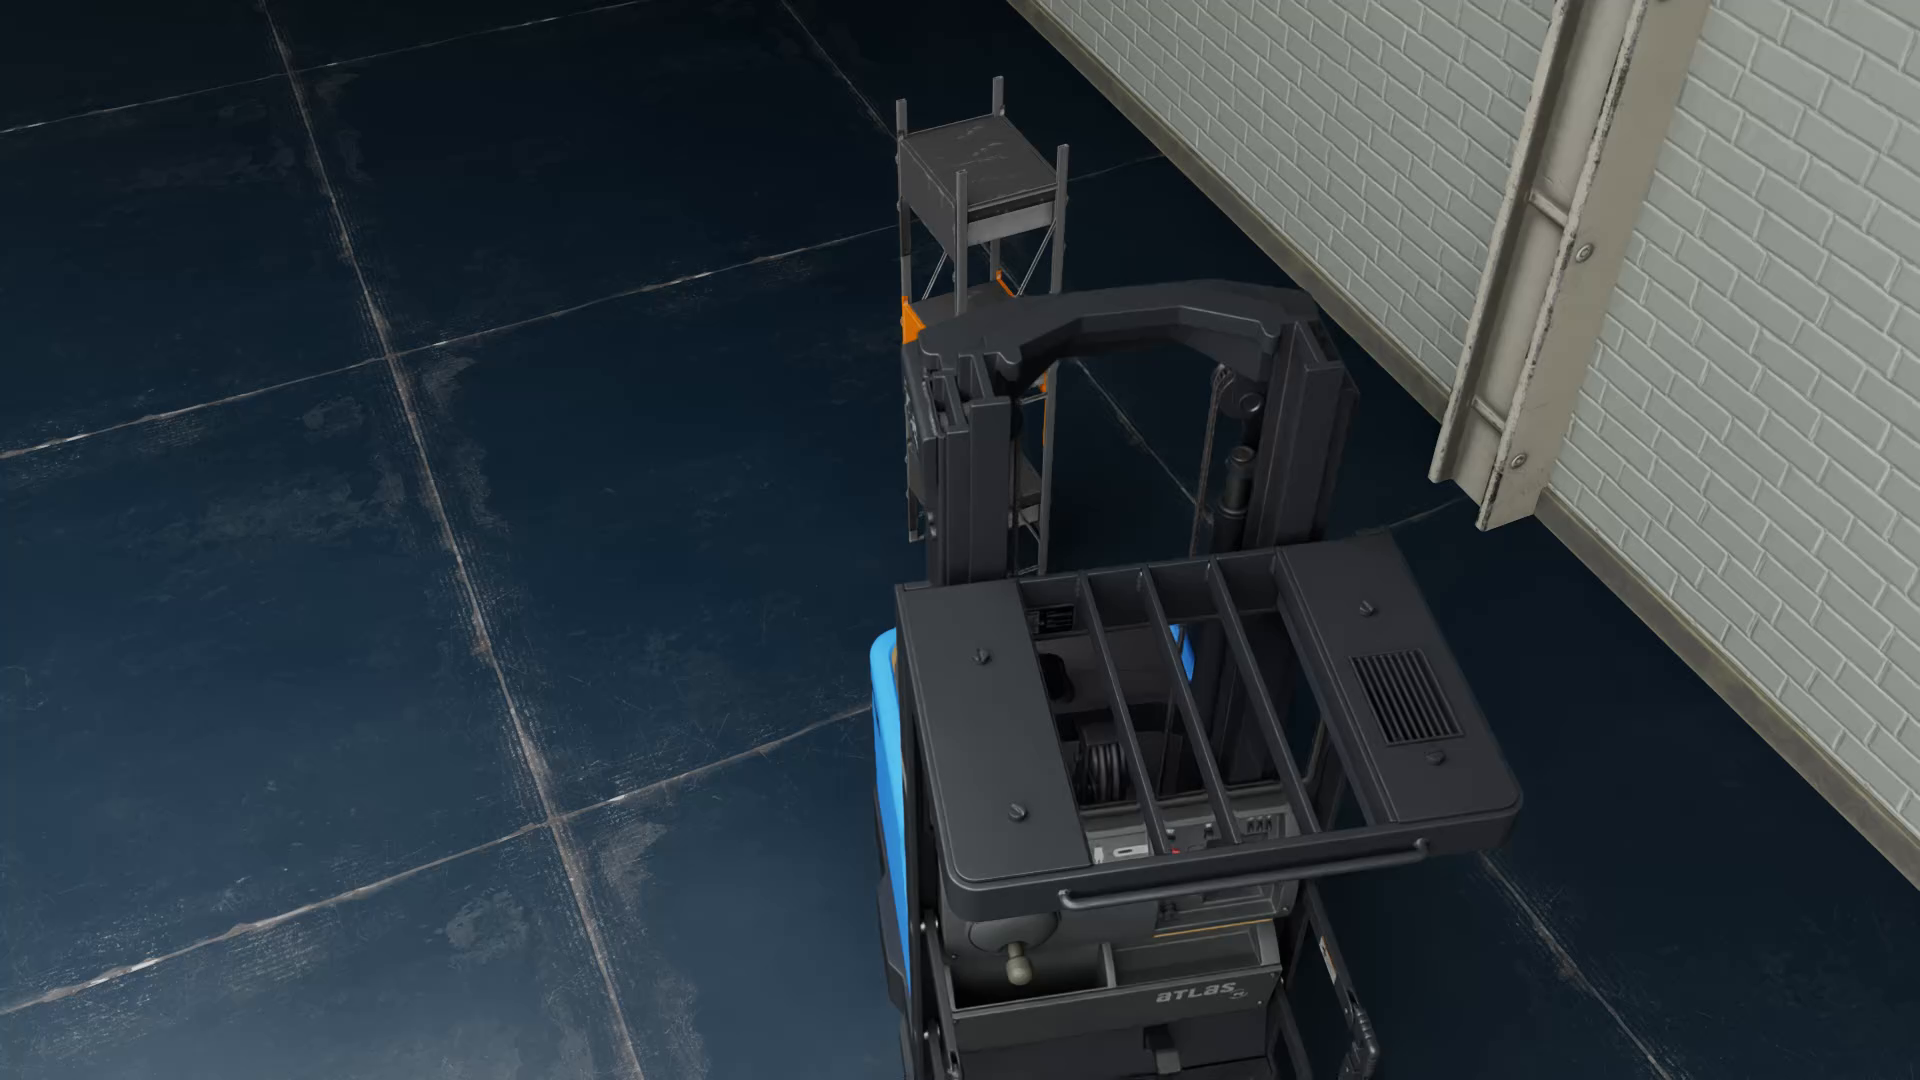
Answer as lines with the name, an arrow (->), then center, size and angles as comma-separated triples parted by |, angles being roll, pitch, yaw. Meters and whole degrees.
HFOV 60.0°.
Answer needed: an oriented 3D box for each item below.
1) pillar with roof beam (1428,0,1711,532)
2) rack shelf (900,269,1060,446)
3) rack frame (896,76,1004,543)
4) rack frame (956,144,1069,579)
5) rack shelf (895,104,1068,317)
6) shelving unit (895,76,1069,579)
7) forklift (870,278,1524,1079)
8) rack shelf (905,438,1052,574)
pillar with roof beam -> -1.603, -2.138, 2.878 | 9.100, 9.000, 0.400 | -18, 47, -17
rack shelf -> 0.070, -0.632, 6.284 | 0.431, 0.518, 0.480 | -18, 47, -17
rack frame -> -0.033, -0.797, 6.432 | 0.400, 2.100, 0.015 | -18, 47, -17
rack frame -> 0.172, -0.486, 6.117 | 0.400, 2.100, 0.015 | -18, 47, -17
rack shelf -> 0.070, -1.130, 5.792 | 0.431, 0.518, 0.480 | -18, 47, -17
shelving unit -> 0.070, -0.642, 6.274 | 0.431, 2.100, 0.503 | -18, 47, -17
forklift -> 0.447, 0.973, 4.046 | 1.130, 2.935, 3.031 | -7, 45, -7
rack shelf -> 0.070, -0.134, 6.776 | 0.431, 0.518, 0.480 | -18, 47, -17
